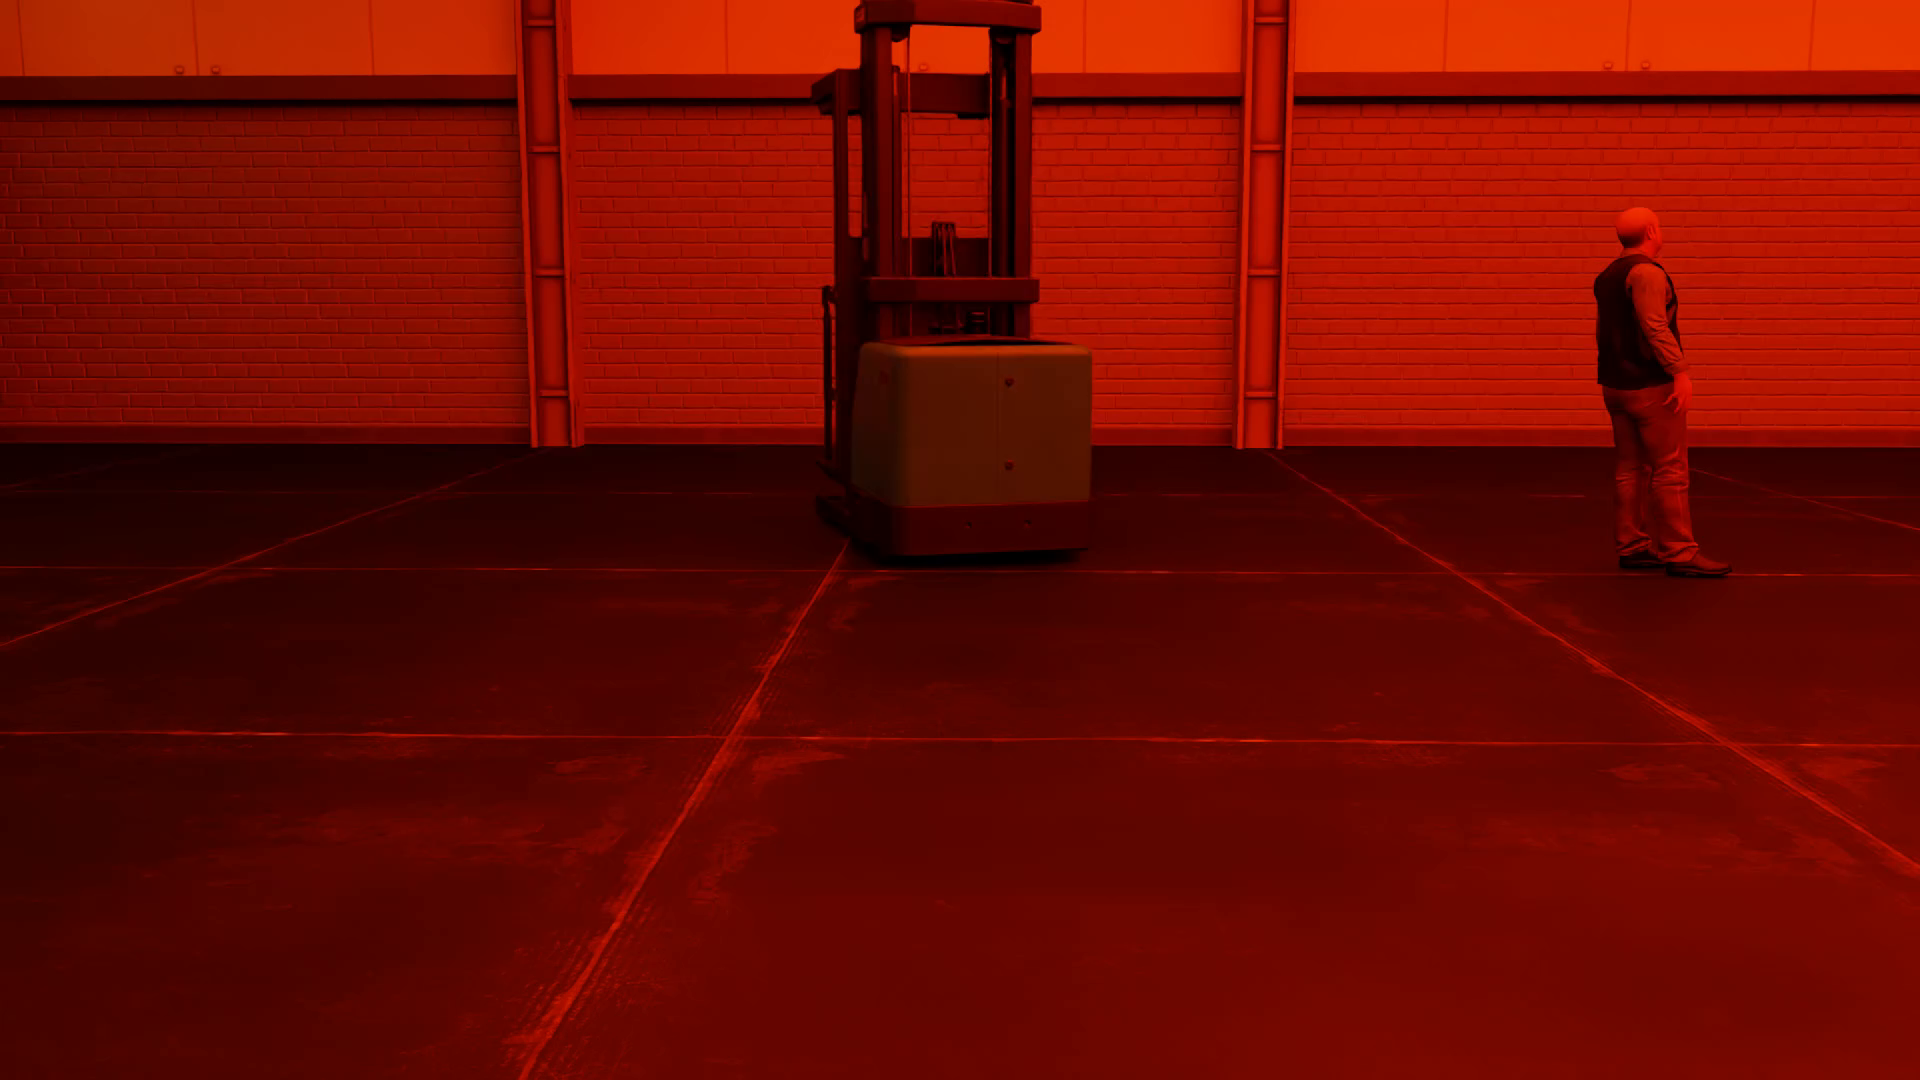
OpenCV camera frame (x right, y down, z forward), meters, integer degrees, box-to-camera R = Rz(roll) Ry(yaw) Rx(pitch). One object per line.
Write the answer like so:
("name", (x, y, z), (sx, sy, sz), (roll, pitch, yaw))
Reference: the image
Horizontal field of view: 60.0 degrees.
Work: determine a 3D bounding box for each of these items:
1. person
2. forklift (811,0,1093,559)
("person", (3.339, -0.721, 7.968), (0.569, 1.720, 0.632), (-1, 9, -6))
("forklift", (-0.216, -1.538, 9.363), (1.130, 2.935, 3.031), (-2, 9, -15))
